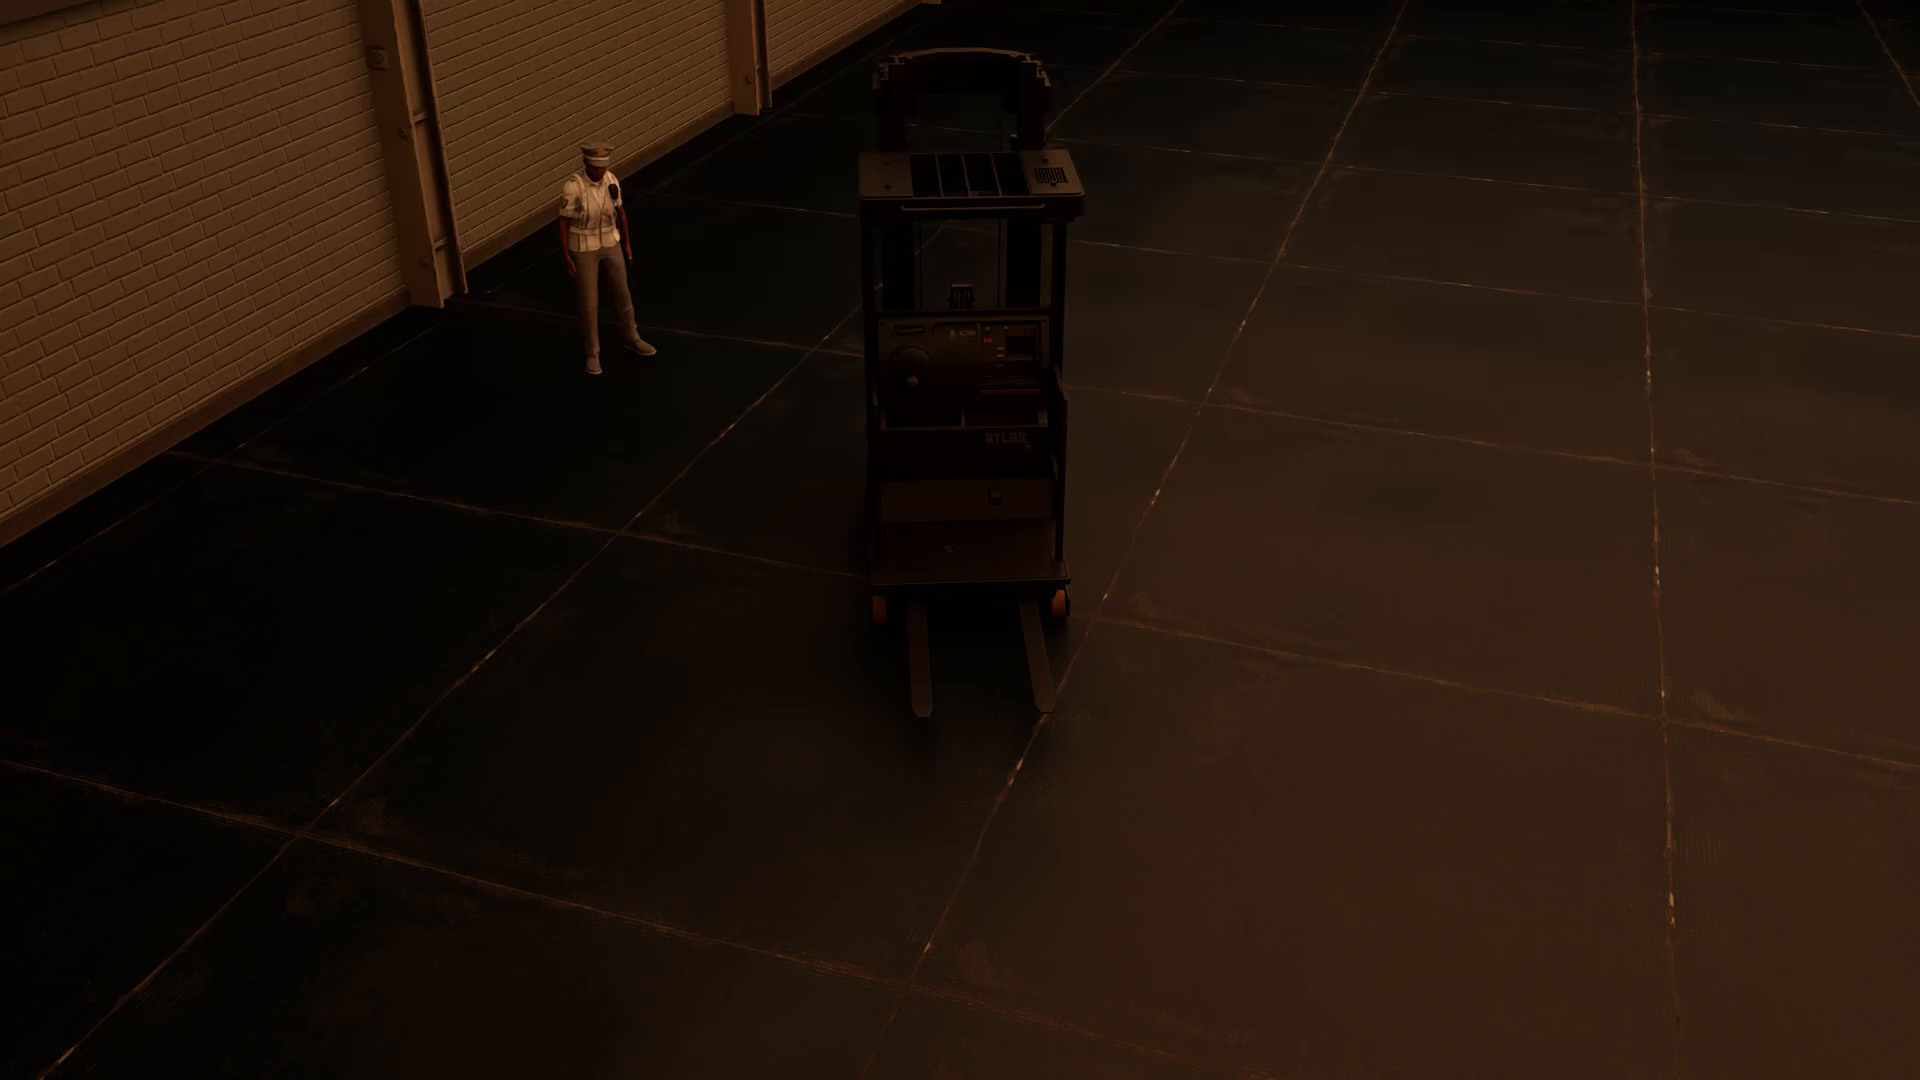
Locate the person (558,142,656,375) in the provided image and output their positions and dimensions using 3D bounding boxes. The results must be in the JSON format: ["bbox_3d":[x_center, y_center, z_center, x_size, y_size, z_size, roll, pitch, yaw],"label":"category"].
[{"bbox_3d":[-2.605,-2.086,12.086,0.599,1.666,0.427,-21,36,-32],"label":"person"}]

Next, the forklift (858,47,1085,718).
[{"bbox_3d":[0.035,-0.972,8.842,1.130,2.935,3.031,-2,30,-3],"label":"forklift"}]
